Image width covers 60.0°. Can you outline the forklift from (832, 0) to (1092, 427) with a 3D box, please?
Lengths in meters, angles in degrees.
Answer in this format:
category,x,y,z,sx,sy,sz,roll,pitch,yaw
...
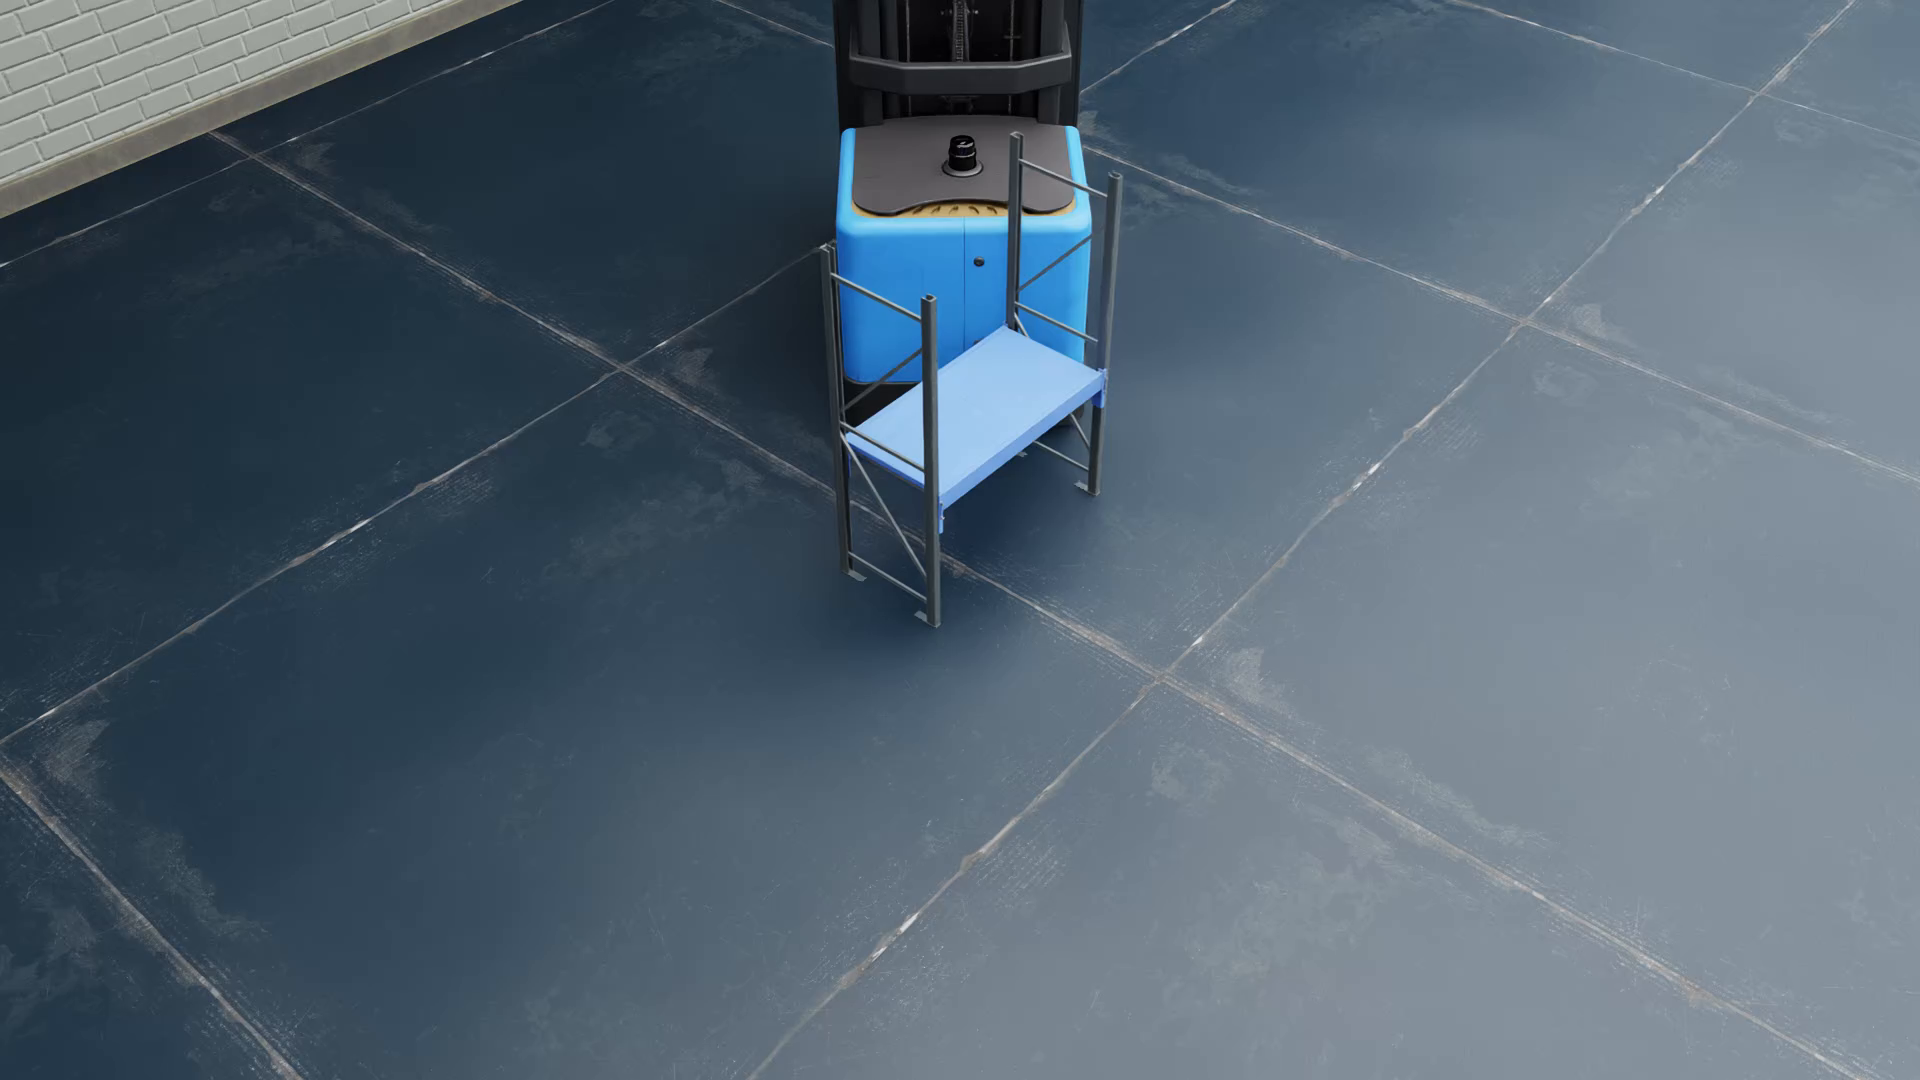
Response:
category,x,y,z,sx,sy,sz,roll,pitch,yaw
forklift,-0.013,-2.535,7.359,1.130,2.935,3.031,-1,42,-1

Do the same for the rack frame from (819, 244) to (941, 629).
category,x,y,z,sx,sy,sz,roll,pitch,yaw
rack frame,-0.275,-0.330,5.998,0.500,1.500,0.032,30,50,29

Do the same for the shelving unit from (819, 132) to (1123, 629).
category,x,y,z,sx,sy,sz,roll,pitch,yaw
shelving unit,0.055,-0.590,6.284,0.538,1.500,1.048,30,50,29

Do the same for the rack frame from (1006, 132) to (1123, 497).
category,x,y,z,sx,sy,sz,roll,pitch,yaw
rack frame,0.385,-0.850,6.570,0.500,1.500,0.032,30,50,29

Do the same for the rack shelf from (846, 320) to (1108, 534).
category,x,y,z,sx,sy,sz,roll,pitch,yaw
rack shelf,0.055,-0.457,6.405,0.538,0.185,1.000,30,50,29
